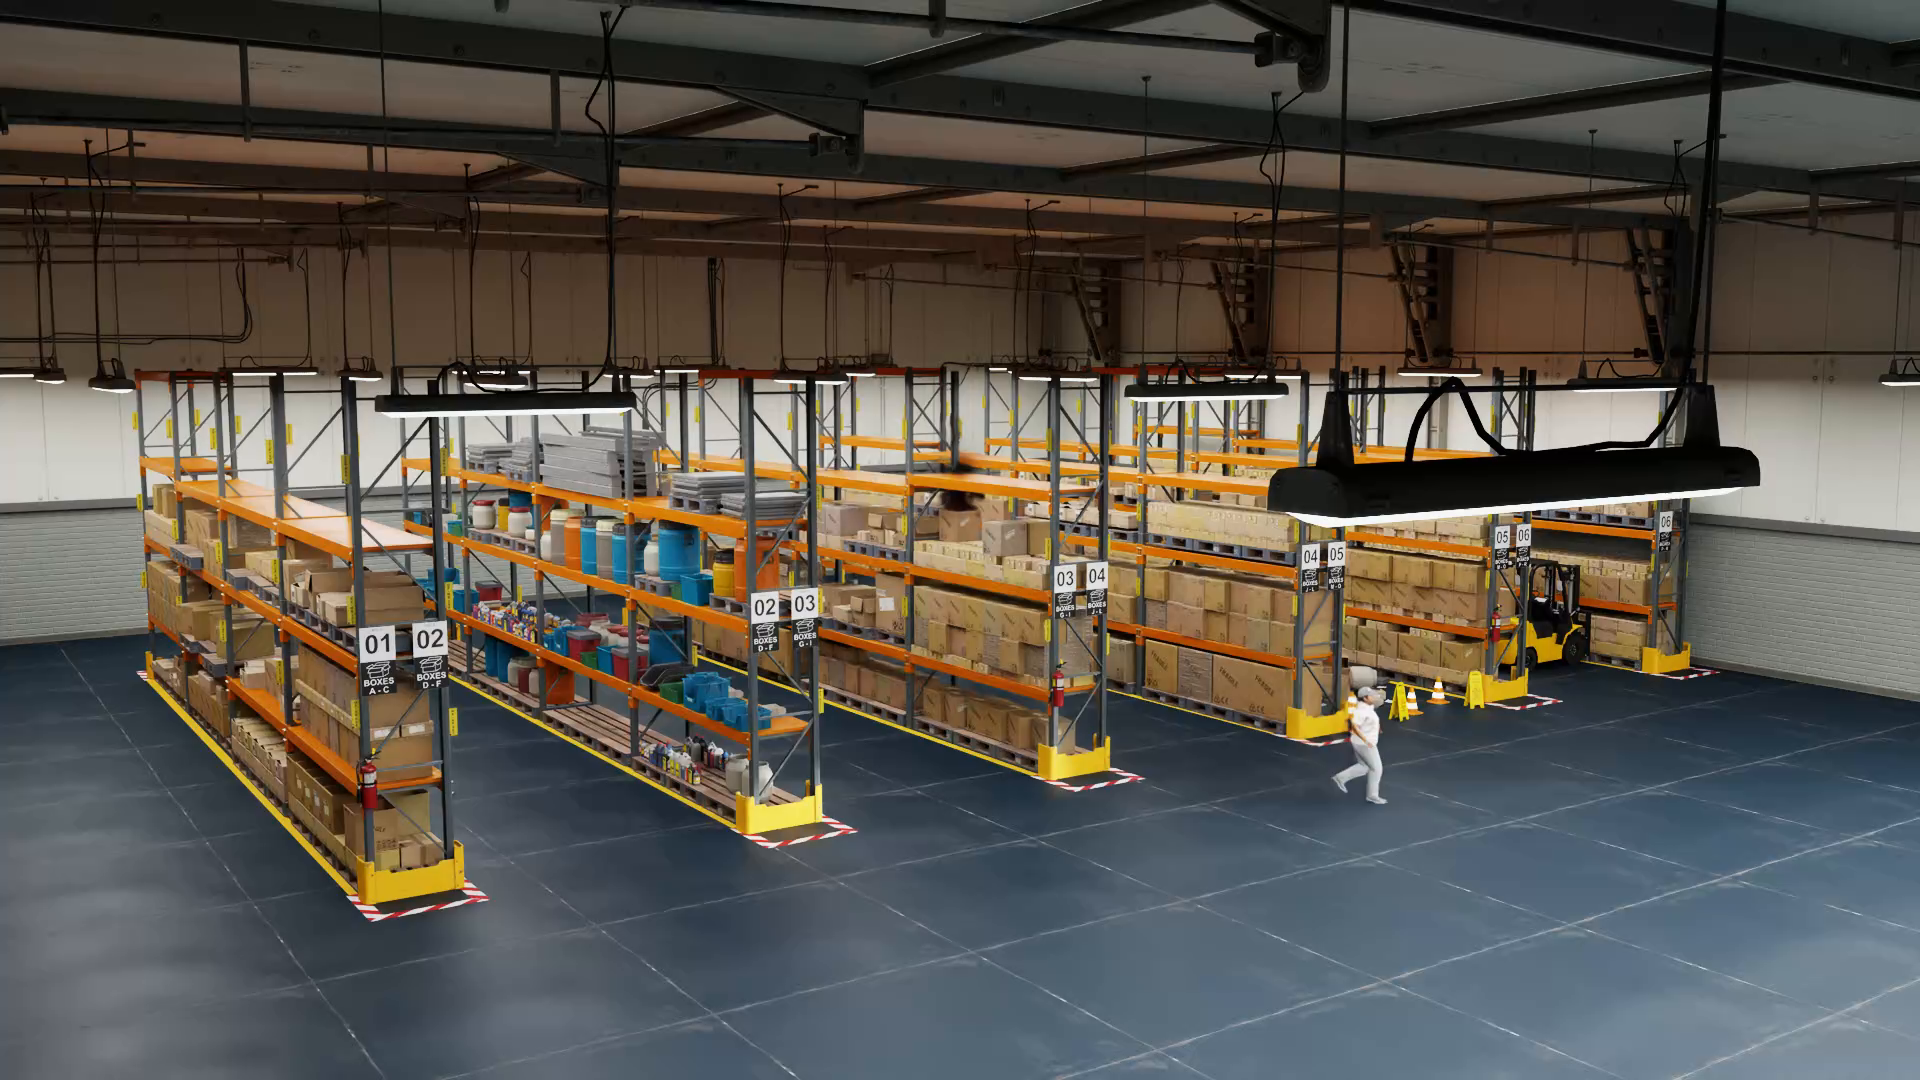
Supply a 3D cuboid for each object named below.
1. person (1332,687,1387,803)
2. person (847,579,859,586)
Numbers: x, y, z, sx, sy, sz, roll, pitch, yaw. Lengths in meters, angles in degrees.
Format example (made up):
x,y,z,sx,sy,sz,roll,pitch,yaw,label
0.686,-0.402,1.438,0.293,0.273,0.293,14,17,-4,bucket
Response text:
x,y,z,sx,sy,sz,roll,pitch,yaw,label
5.656,2.882,23.464,0.766,1.668,0.601,1,7,9,person
-2.179,1.624,34.140,0.581,1.677,0.935,-5,8,-38,person
